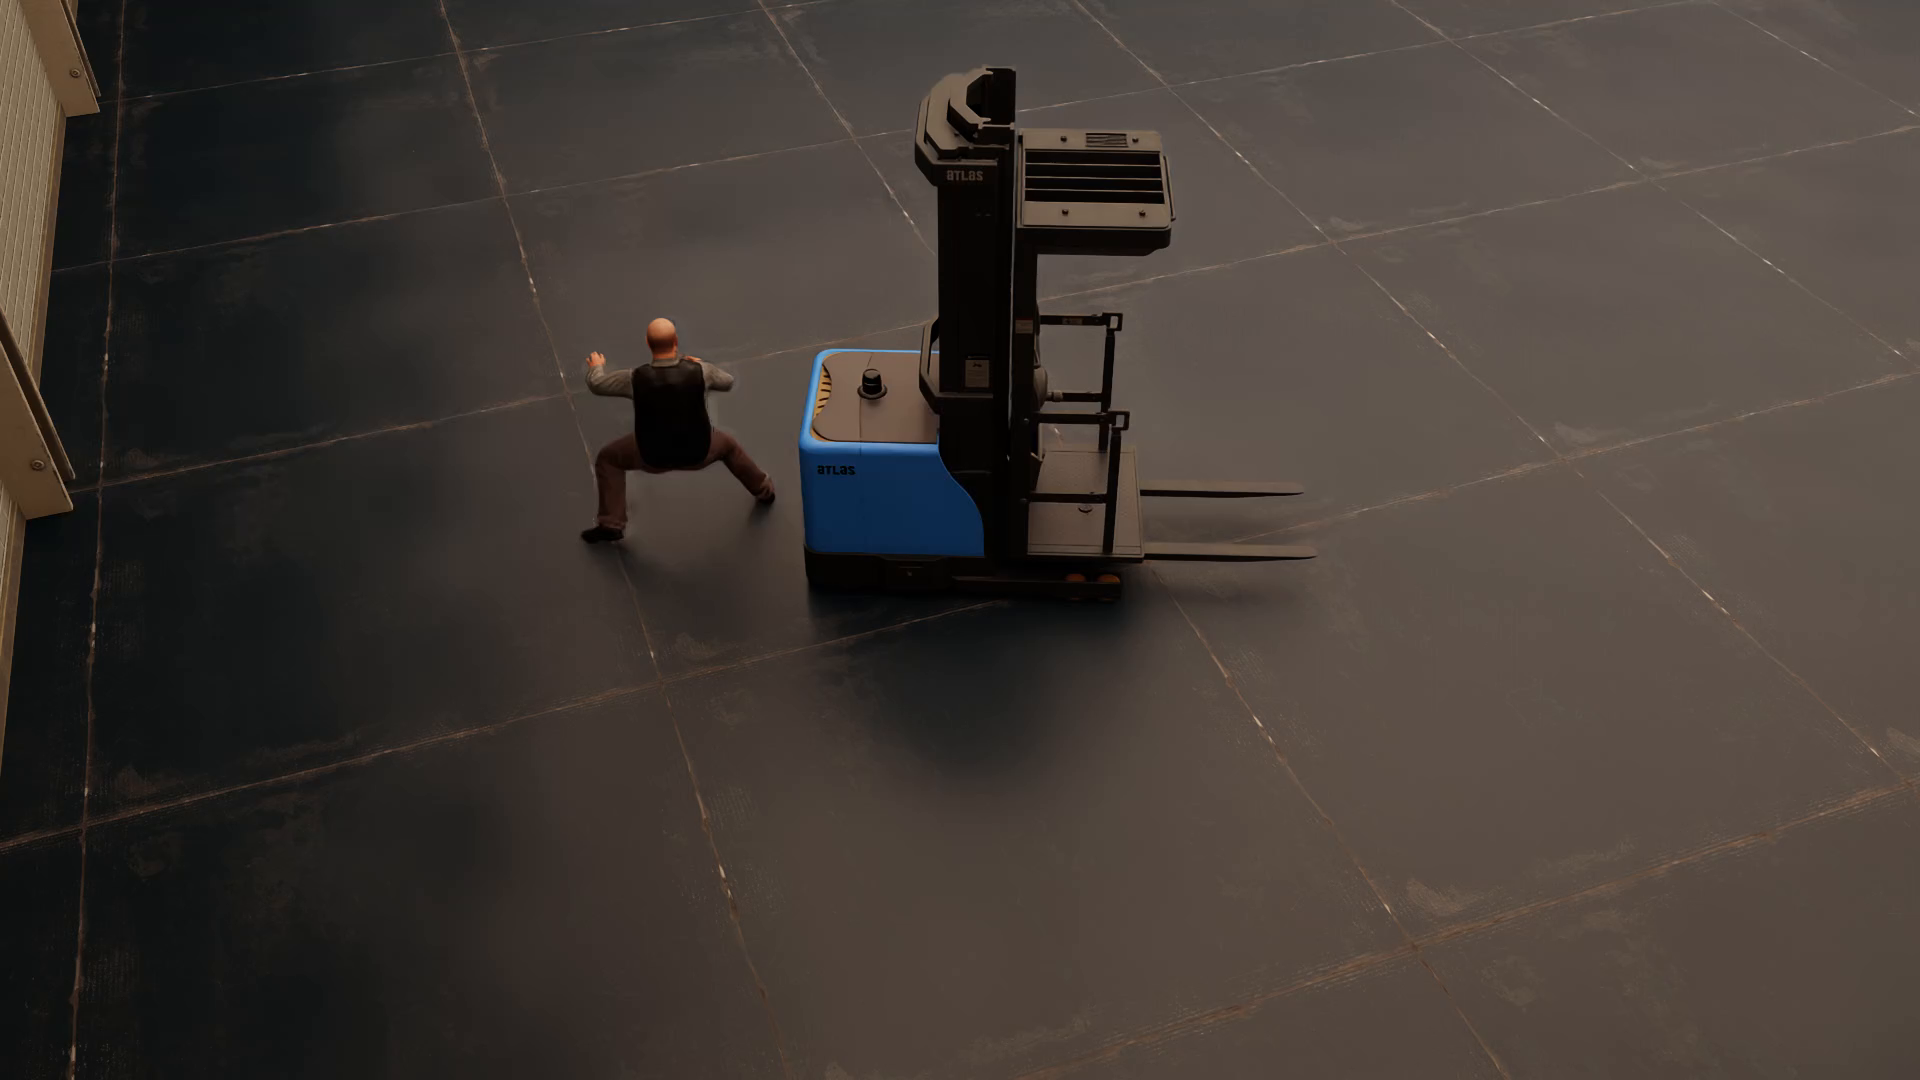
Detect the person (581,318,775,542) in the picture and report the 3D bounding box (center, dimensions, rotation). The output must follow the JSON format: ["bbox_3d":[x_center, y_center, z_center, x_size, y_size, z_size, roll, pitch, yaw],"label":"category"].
[{"bbox_3d":[-1.759,-0.705,9.966,1.214,1.482,0.679,-7,40,-8],"label":"person"}]

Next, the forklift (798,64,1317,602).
[{"bbox_3d":[0.610,-1.108,9.316,3.031,2.935,1.130,1,40,2],"label":"forklift"}]
